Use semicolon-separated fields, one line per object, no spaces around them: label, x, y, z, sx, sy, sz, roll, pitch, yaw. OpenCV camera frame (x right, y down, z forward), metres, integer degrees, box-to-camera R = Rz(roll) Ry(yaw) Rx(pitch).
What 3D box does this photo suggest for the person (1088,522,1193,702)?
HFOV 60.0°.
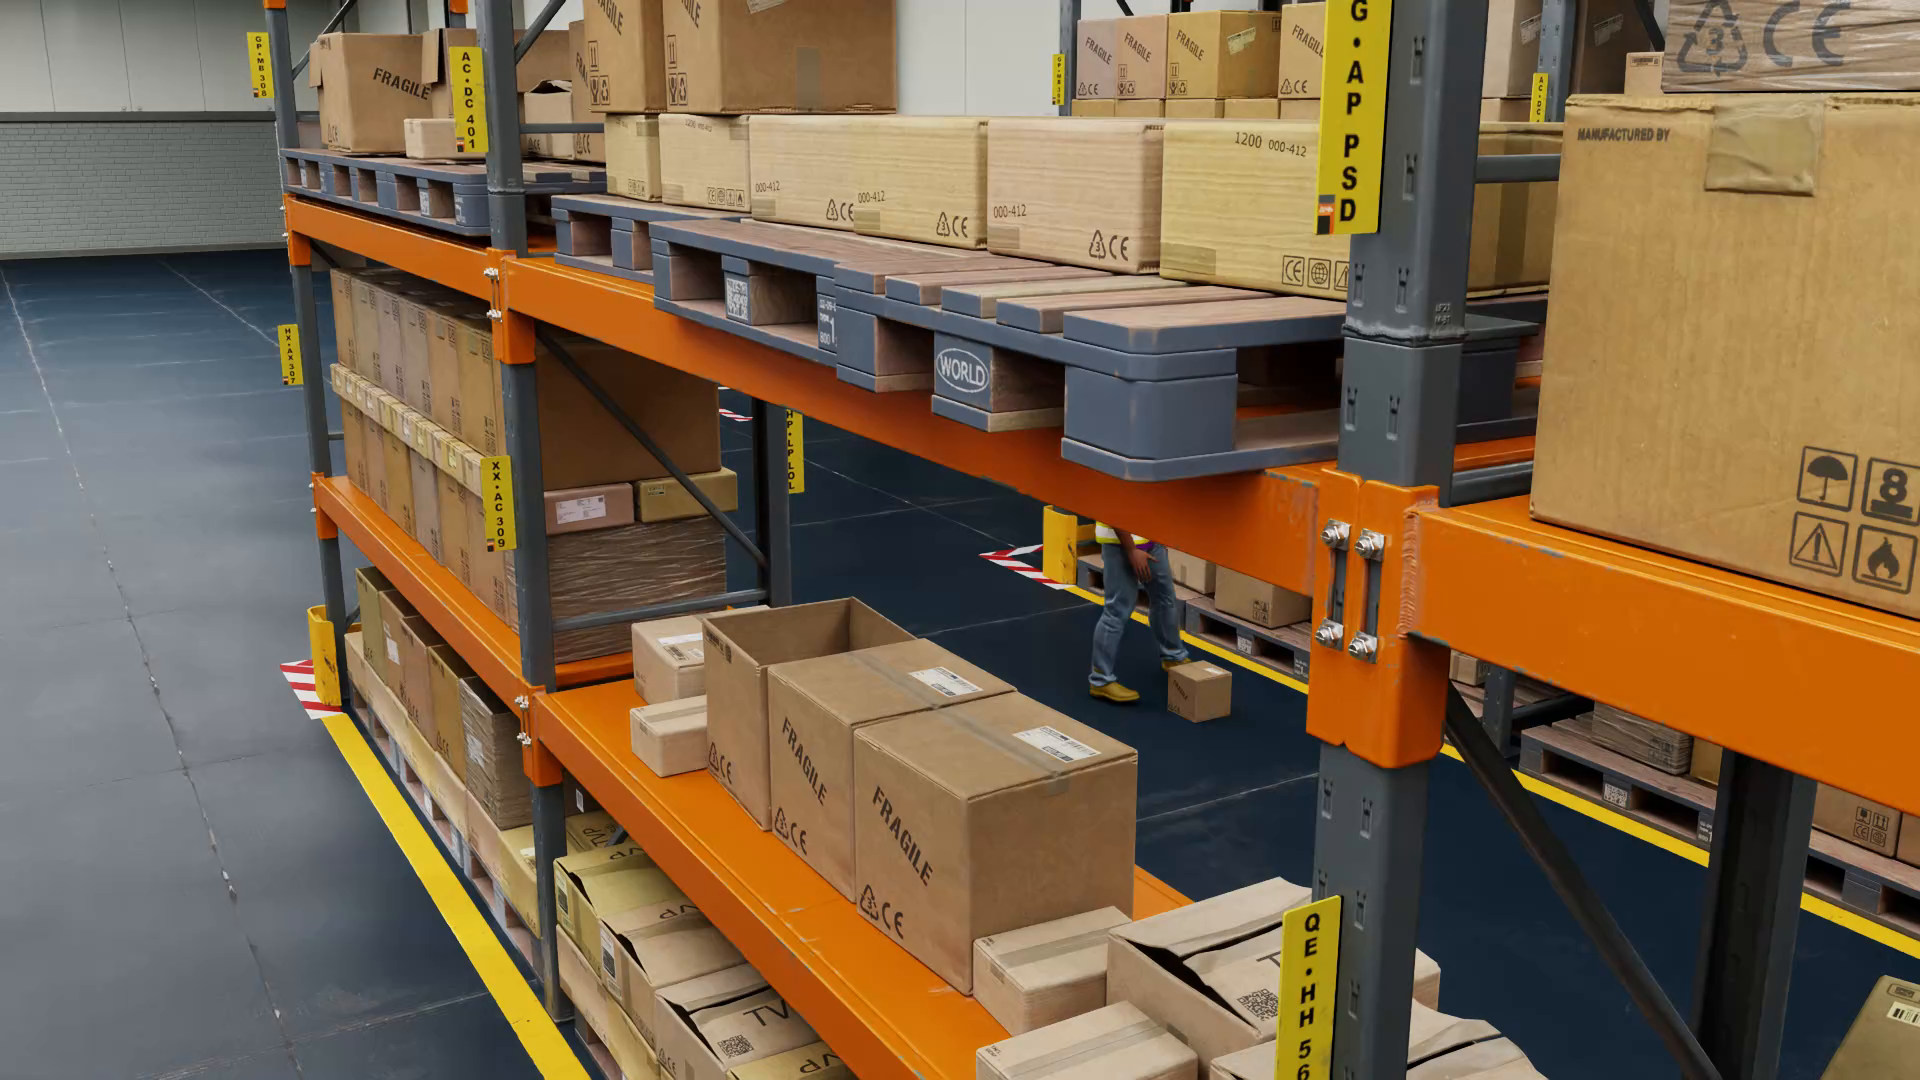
person;1.085;0.007;9.387;0.527;1.754;0.751;9;17;31
